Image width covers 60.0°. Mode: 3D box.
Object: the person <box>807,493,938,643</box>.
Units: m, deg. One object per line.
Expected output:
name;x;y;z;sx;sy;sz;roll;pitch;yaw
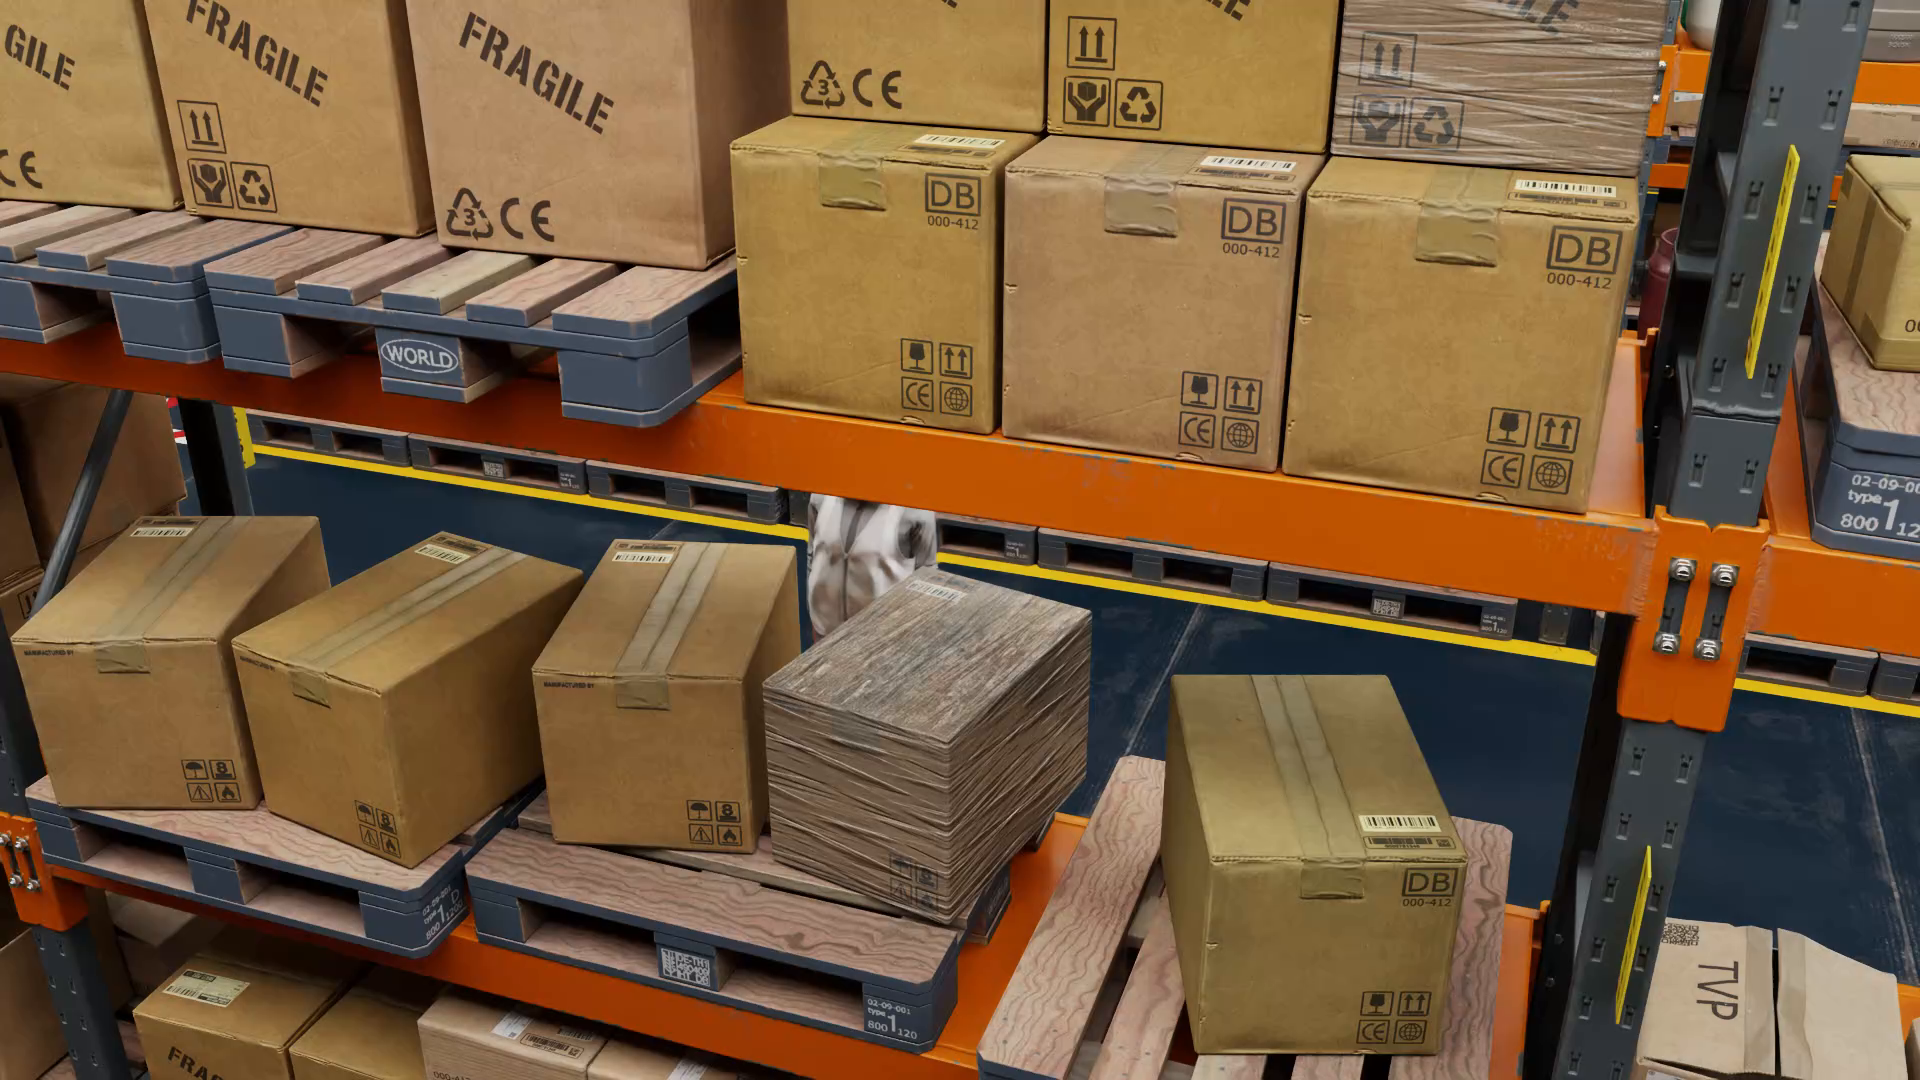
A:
person;-0.347;0.338;6.379;0.536;1.781;0.375;9;27;19
